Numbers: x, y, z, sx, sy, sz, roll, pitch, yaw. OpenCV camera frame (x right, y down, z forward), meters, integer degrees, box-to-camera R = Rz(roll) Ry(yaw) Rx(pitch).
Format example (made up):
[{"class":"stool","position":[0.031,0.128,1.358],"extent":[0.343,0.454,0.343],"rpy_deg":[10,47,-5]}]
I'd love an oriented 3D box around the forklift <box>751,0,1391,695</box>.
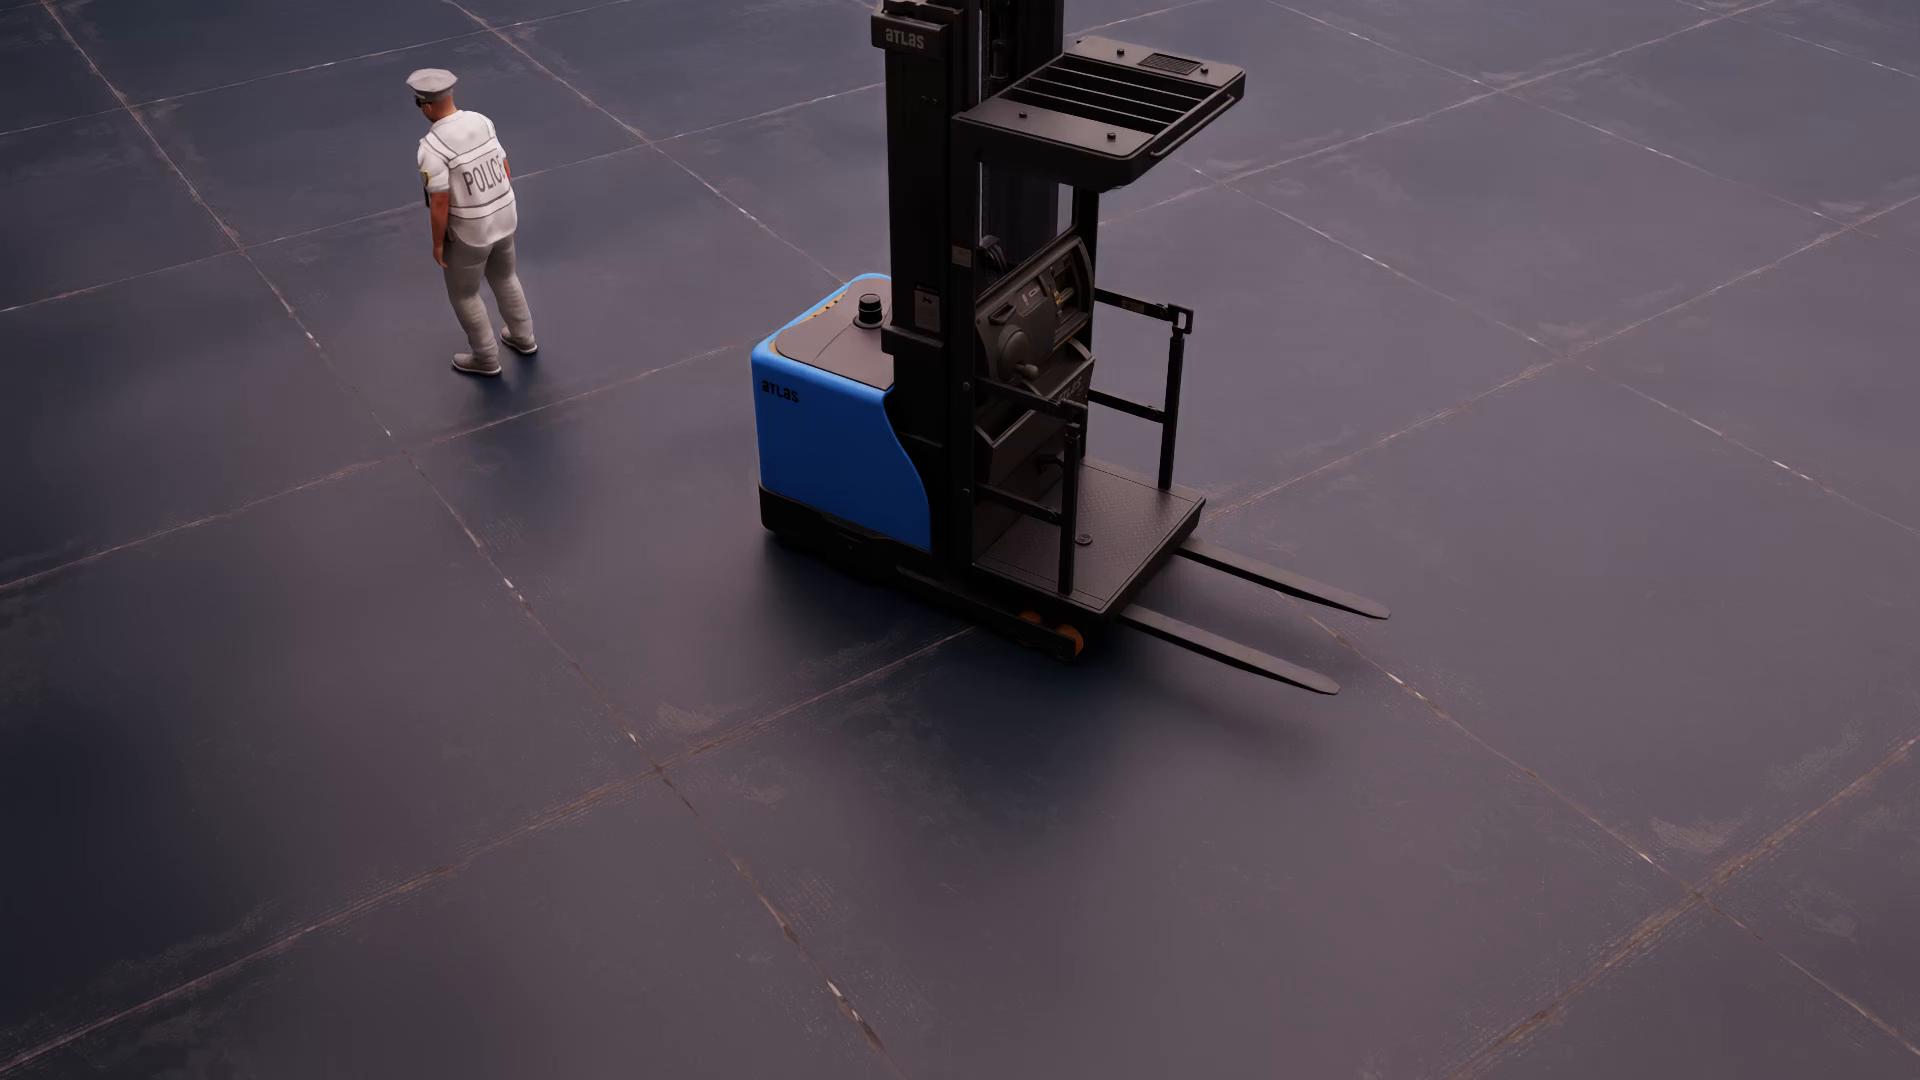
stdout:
[{"class":"forklift","position":[0.514,-0.985,7.276],"extent":[3.031,2.935,1.130],"rpy_deg":[21,41,26]}]

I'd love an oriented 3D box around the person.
[{"class":"person","position":[-2.719,-1.757,9.315],"extent":[0.442,1.746,0.594],"rpy_deg":[20,41,25]}]
